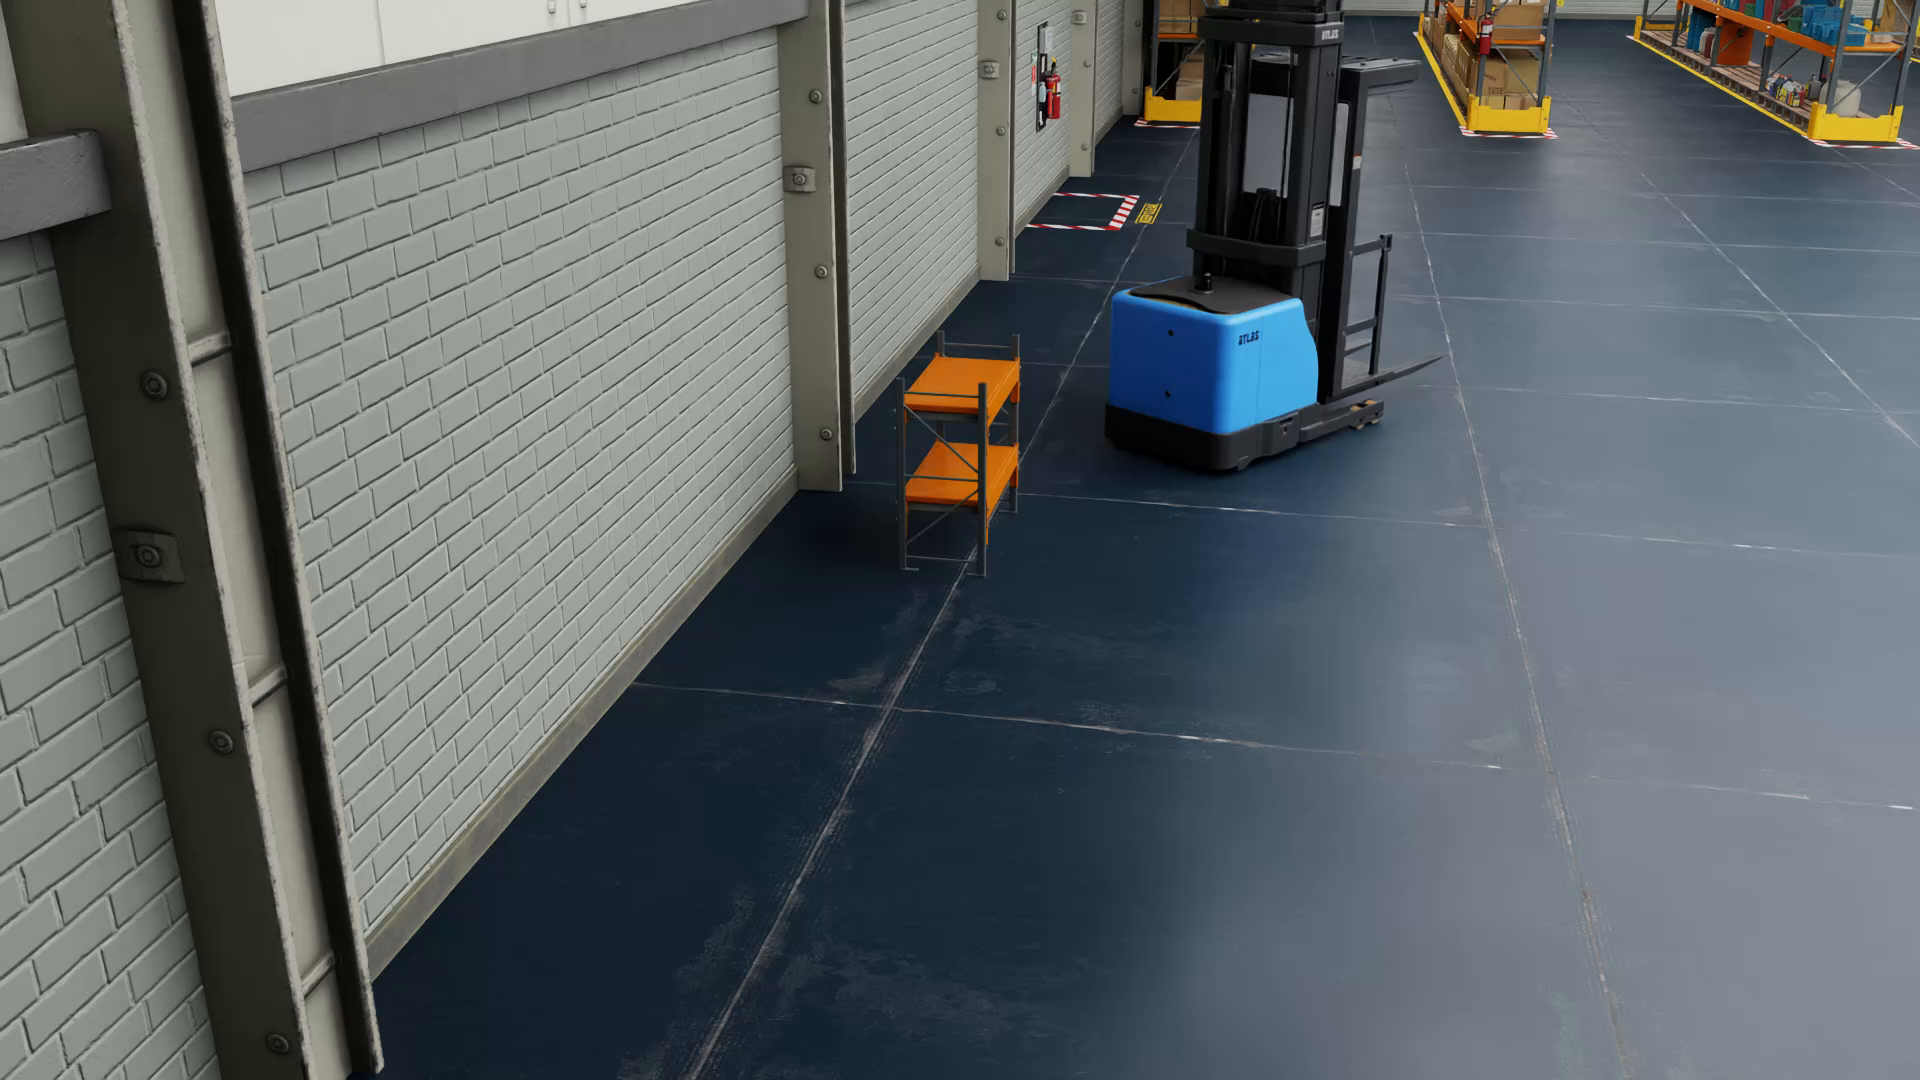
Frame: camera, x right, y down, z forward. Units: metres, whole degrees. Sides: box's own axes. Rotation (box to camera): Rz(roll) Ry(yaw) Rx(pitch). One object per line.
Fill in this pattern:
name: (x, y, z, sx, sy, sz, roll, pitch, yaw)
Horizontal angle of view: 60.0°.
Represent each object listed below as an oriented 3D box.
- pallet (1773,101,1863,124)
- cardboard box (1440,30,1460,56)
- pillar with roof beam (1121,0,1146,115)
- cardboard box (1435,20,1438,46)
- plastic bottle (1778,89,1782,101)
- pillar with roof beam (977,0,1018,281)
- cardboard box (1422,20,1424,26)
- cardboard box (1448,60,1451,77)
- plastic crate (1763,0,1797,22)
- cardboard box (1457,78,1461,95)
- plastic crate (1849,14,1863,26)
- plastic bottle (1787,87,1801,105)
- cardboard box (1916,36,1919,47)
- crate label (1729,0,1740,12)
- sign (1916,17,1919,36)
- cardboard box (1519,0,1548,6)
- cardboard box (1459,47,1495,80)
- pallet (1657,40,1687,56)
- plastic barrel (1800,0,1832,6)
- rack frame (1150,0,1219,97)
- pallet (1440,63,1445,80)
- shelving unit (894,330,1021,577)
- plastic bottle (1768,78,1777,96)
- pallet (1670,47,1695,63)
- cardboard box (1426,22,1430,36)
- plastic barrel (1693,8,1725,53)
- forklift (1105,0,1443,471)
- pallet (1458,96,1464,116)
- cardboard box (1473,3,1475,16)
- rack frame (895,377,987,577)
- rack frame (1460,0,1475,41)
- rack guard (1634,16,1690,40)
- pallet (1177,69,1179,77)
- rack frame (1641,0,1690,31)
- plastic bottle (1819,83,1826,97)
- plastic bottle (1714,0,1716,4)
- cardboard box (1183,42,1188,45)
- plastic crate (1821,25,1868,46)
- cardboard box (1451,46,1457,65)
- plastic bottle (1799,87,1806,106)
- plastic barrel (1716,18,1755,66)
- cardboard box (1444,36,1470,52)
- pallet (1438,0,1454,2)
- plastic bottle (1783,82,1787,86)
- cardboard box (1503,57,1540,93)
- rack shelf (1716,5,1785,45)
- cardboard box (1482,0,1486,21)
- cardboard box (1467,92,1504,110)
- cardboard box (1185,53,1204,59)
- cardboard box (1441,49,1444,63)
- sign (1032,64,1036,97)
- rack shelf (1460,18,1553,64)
pallet: (13.590, -6.769, 26.378, 1.003, 0.211, 1.213, 4, 22, 11)
cardboard box: (9.943, -9.999, 33.423, 0.500, 0.500, 0.500, 5, 23, 13)
pillar with roof beam: (7.010, -10.821, 24.677, 9.100, 9.000, 0.400, 4, 22, 11)
cardboard box: (10.363, -10.748, 35.281, 0.500, 0.500, 0.500, 5, 22, 12)
plastic bottle: (13.324, -7.224, 26.933, 0.097, 0.201, 0.097, 0, 22, 0)
pillar with roof beam: (4.562, -6.433, 13.780, 9.100, 9.000, 0.400, 4, 22, 11)
cardboard box: (11.193, -12.275, 39.544, 0.380, 0.149, 0.250, 4, 22, 11)
cardboard box: (9.176, -8.597, 30.302, 0.500, 0.250, 0.500, 5, 22, 12)
plastic crate: (13.814, -8.983, 28.056, 0.402, 0.464, 0.583, 4, 22, 11)
cardboard box: (8.561, -7.539, 27.677, 0.500, 0.250, 0.500, 4, 22, 11)
plastic crate: (14.055, -8.258, 26.542, 0.499, 0.251, 0.616, 4, 22, 11)
plastic bottle: (13.222, -7.025, 26.339, 0.152, 0.276, 0.135, 5, 22, 11)
cardboard box: (20.709, -10.745, 34.801, 0.875, 0.875, 0.875, 4, 22, 11)
crate label: (14.363, -9.889, 30.345, 0.502, 0.435, 0.616, 4, 22, 11)
sign: (13.736, -7.374, 23.779, 0.100, 0.325, 0.005, 4, 22, 11)
cardboard box: (8.641, -8.143, 25.055, 0.380, 0.149, 0.250, 4, 22, 11)
cardboard box: (8.561, -7.887, 27.537, 0.500, 0.500, 0.500, 4, 22, 11)
pallet: (15.759, -10.657, 36.031, 1.003, 0.211, 1.213, 4, 22, 11)
plastic barrel: (14.390, -9.103, 27.771, 0.600, 0.901, 0.708, 4, 22, 11)
rack frame: (3.500, -8.045, 25.814, 1.000, 3.000, 0.127, 4, 22, 11)
pallet: (9.776, -9.003, 31.925, 1.003, 0.211, 1.213, 4, 22, 11)
shelving unit: (0.001, -0.524, 9.650, 0.538, 1.125, 1.048, 4, 22, 11)
plastic bottle: (13.481, -7.490, 27.492, 0.152, 0.276, 0.135, 5, 23, 13)
pallet: (15.449, -10.106, 34.663, 1.003, 0.211, 1.213, 4, 22, 11)
cardboard box: (10.790, -11.518, 37.449, 0.500, 0.311, 0.500, 4, 22, 11)
plastic barrel: (15.375, -10.443, 34.015, 0.600, 0.901, 0.708, 4, 22, 11)
forklift: (2.401, -2.266, 11.557, 3.031, 2.935, 1.130, -20, 29, -40)
pallet: (8.716, -7.103, 27.207, 1.003, 0.211, 1.213, 4, 22, 11)
cardboard box: (9.224, -9.245, 28.995, 0.500, 0.250, 0.500, 6, 23, 14)
rack frame: (-0.102, -0.338, 9.188, 0.500, 1.125, 0.032, 4, 22, 11)
rack frame: (9.166, -9.131, 28.512, 1.000, 3.000, 0.127, 4, 22, 11)
rack guard: (16.455, -11.991, 38.959, 1.175, 0.500, 0.348, 4, 22, 11)
pallet: (4.473, -8.499, 30.674, 1.003, 0.211, 1.213, 4, 22, 11)
rack frame: (16.463, -13.141, 38.468, 1.000, 3.000, 0.127, 4, 22, 11)
plastic bottle: (13.955, -7.249, 26.885, 0.061, 0.283, 0.133, 4, 22, 11)
plastic bottle: (14.584, -10.429, 31.999, 0.097, 0.201, 0.097, 0, 22, 0)
cardboard box: (4.506, -9.016, 30.981, 0.700, 0.500, 0.500, 4, 22, 10)
plastic crate: (13.008, -7.426, 24.477, 0.499, 0.251, 0.616, 4, 22, 11)
cardboard box: (9.068, -8.672, 29.738, 0.500, 0.311, 0.500, 5, 22, 12)
plastic bottle: (13.327, -7.021, 26.318, 0.061, 0.283, 0.133, 4, 22, 11)
plastic barrel: (14.914, -9.584, 31.977, 0.600, 0.830, 0.708, 4, 22, 11)
cardboard box: (9.489, -9.412, 31.576, 0.500, 0.311, 0.500, 4, 22, 10)
pallet: (10.052, -10.759, 32.809, 1.213, 0.211, 1.003, 4, 22, 11)
plastic bottle: (13.412, -7.302, 27.032, 0.097, 0.271, 0.097, 0, 22, 0)
cardboard box: (8.777, -7.298, 26.074, 0.500, 0.500, 0.500, 4, 22, 11)
rack shelf: (14.423, -9.150, 29.521, 1.077, 0.370, 4.000, 4, 22, 11)
cardboard box: (8.771, -8.451, 26.688, 0.700, 0.500, 0.500, 5, 23, 13)
cardboard box: (8.170, -6.807, 25.857, 0.500, 0.250, 0.500, 4, 22, 11)
cardboard box: (4.143, -8.170, 28.881, 0.500, 0.500, 0.500, 3, 22, 7)
cardboard box: (9.588, -9.345, 32.159, 0.500, 0.250, 0.500, 4, 22, 11)
sign: (0.816, -5.094, 18.438, 0.001, 0.329, 0.234, 4, 22, 11)
rack shelf: (8.758, -8.066, 26.830, 1.077, 0.370, 4.000, 4, 22, 11)
